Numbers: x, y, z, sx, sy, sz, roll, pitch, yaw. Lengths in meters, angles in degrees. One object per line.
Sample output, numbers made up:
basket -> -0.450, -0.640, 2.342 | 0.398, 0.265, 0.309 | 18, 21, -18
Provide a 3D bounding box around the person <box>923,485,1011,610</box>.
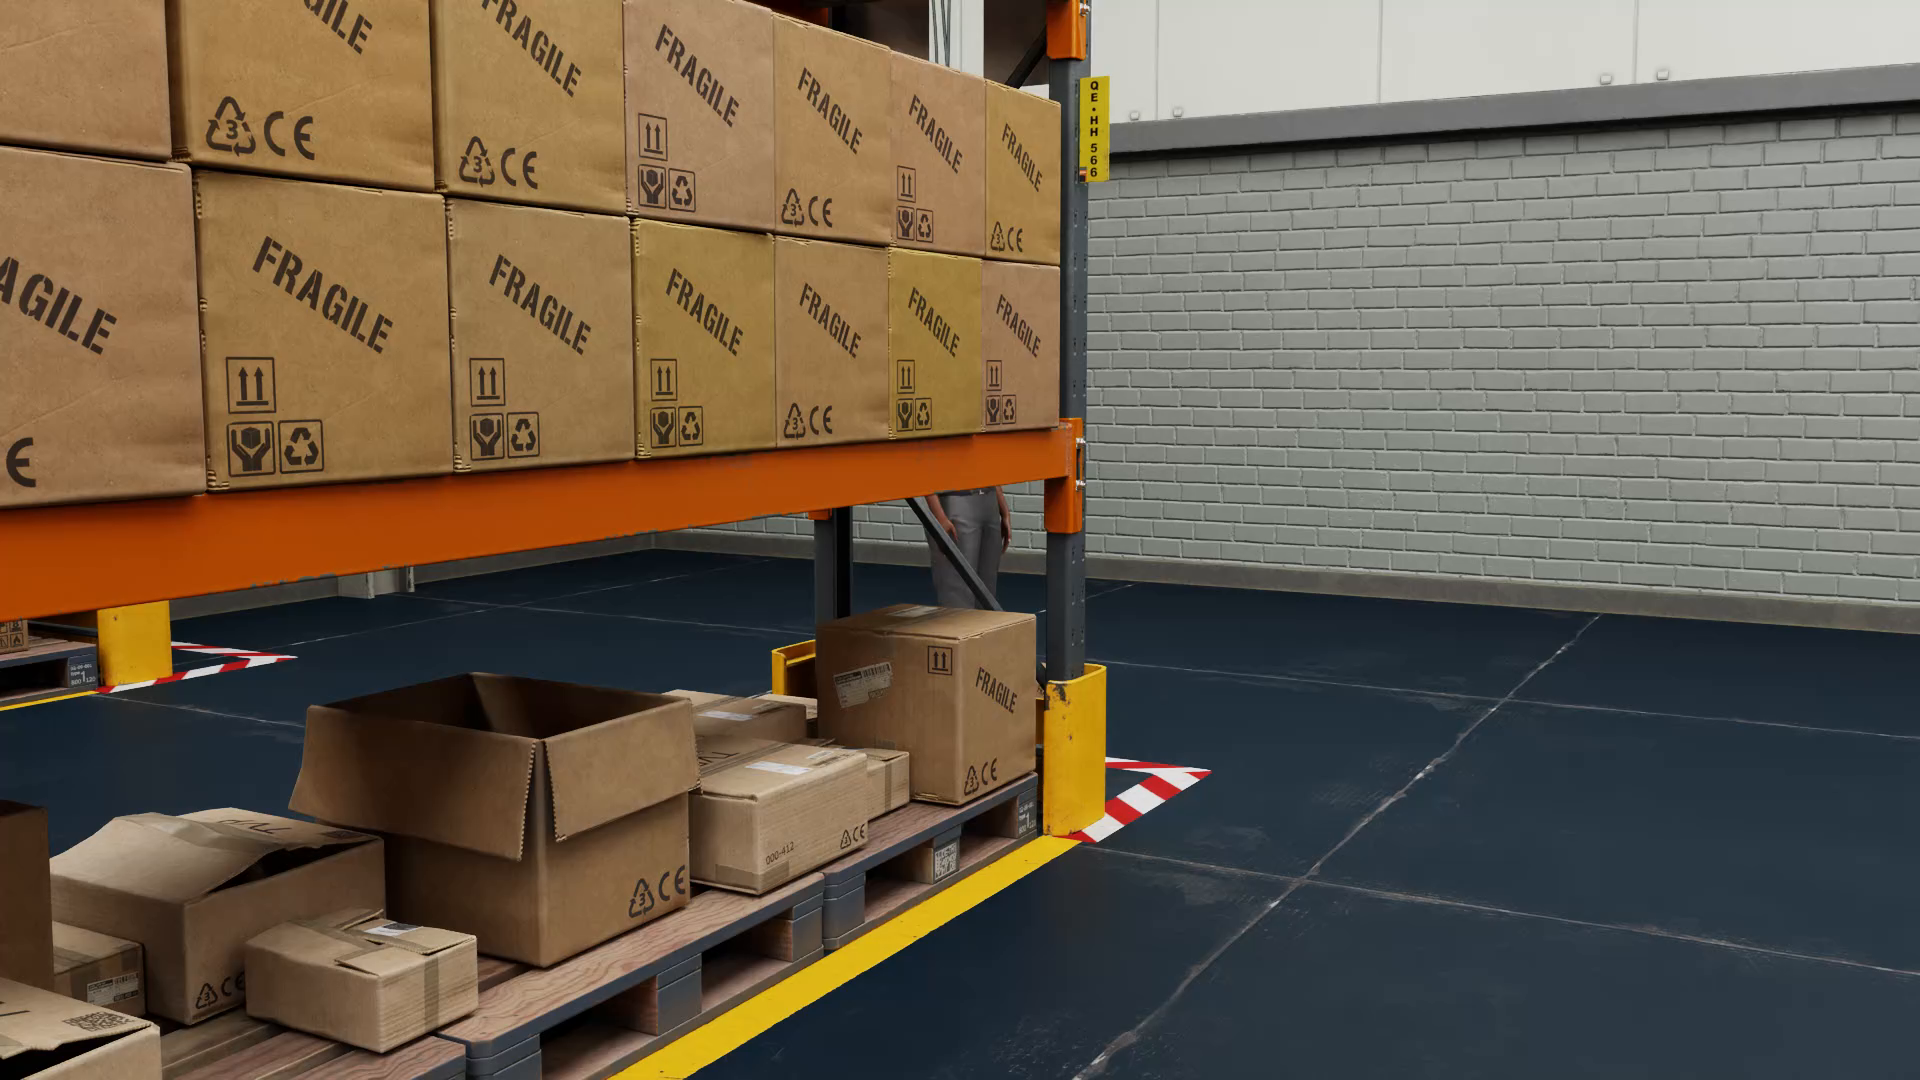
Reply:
person -> 0.080, -0.064, 6.916 | 0.502, 1.657, 0.570 | 4, 7, 34
